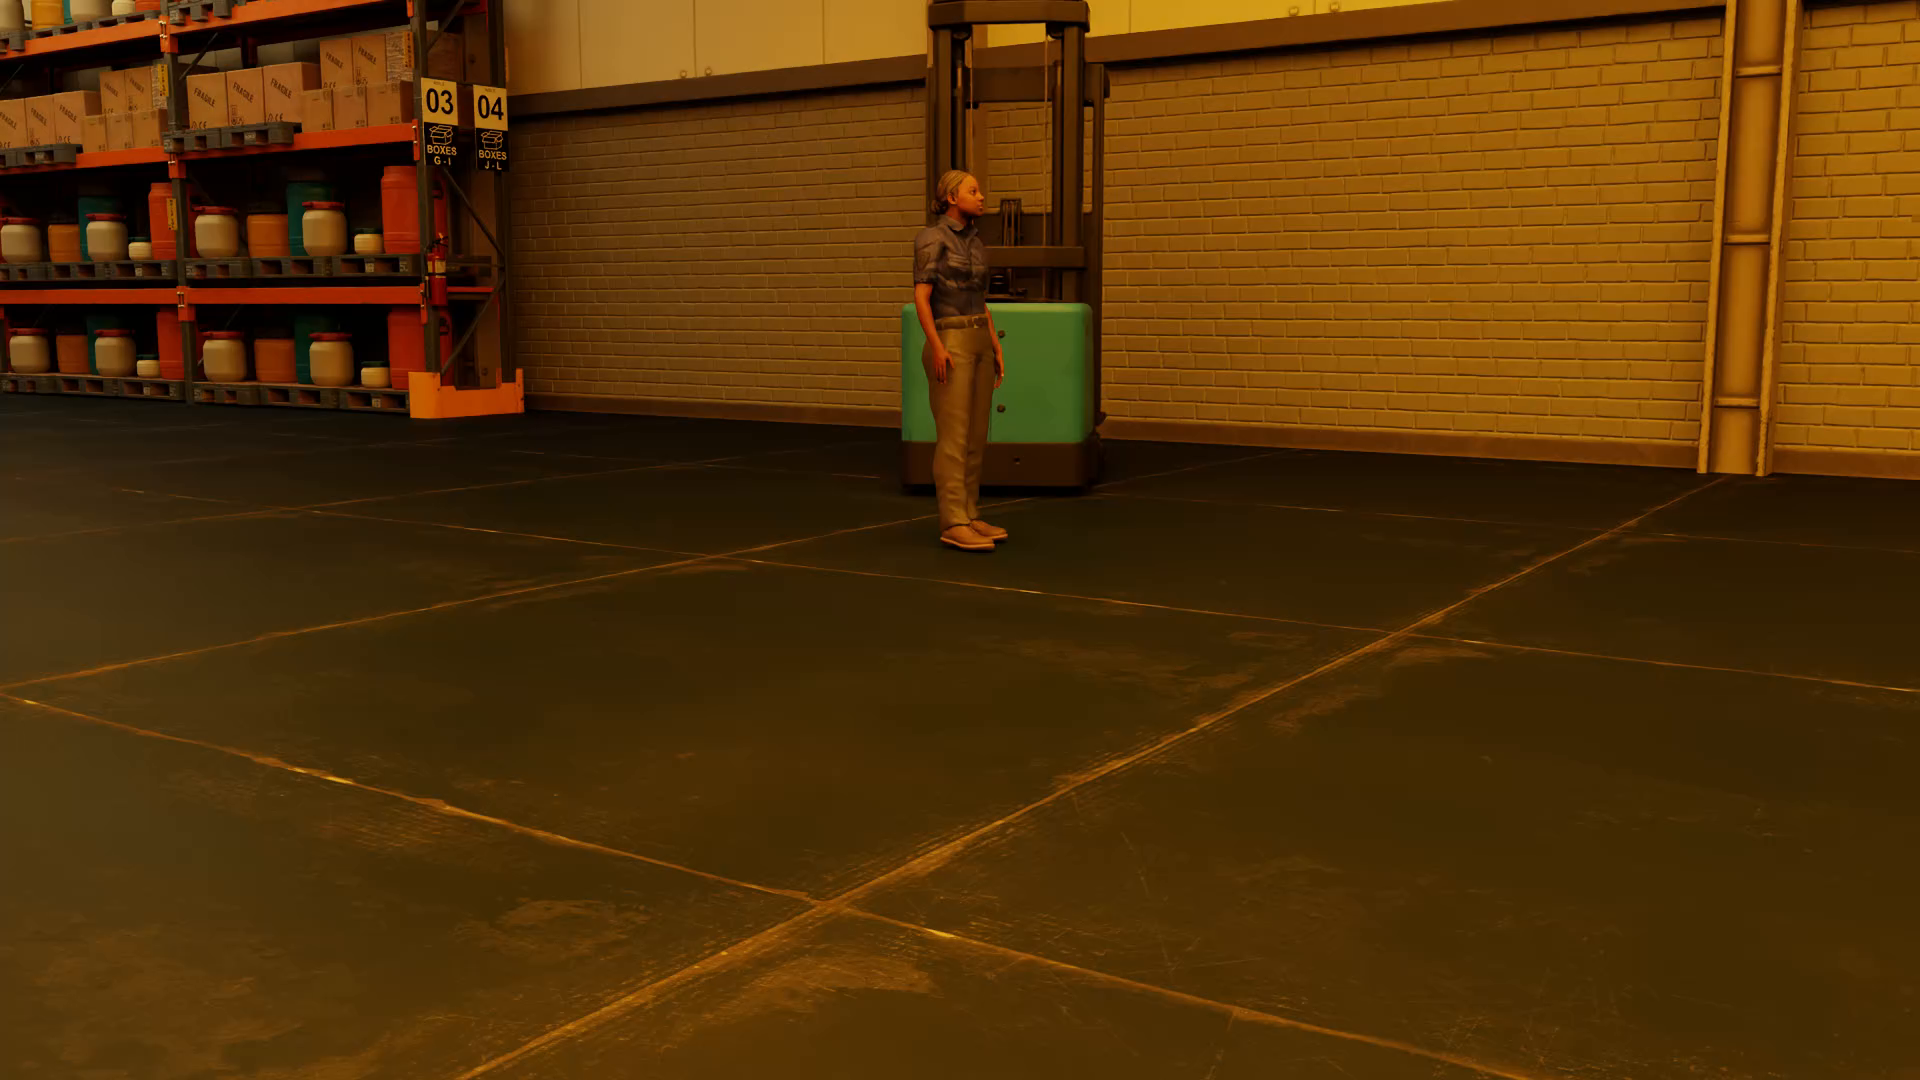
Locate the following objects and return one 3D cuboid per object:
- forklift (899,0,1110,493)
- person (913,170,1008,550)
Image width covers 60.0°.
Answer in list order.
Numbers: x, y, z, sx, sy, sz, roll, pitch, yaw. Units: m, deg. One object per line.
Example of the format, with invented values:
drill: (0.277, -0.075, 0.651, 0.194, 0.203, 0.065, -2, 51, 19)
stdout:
forklift: (0.369, -1.892, 10.495, 1.130, 2.935, 3.031, 1, 8, 8)
person: (0.061, -0.816, 7.422, 0.504, 1.654, 0.570, 5, 10, 34)
